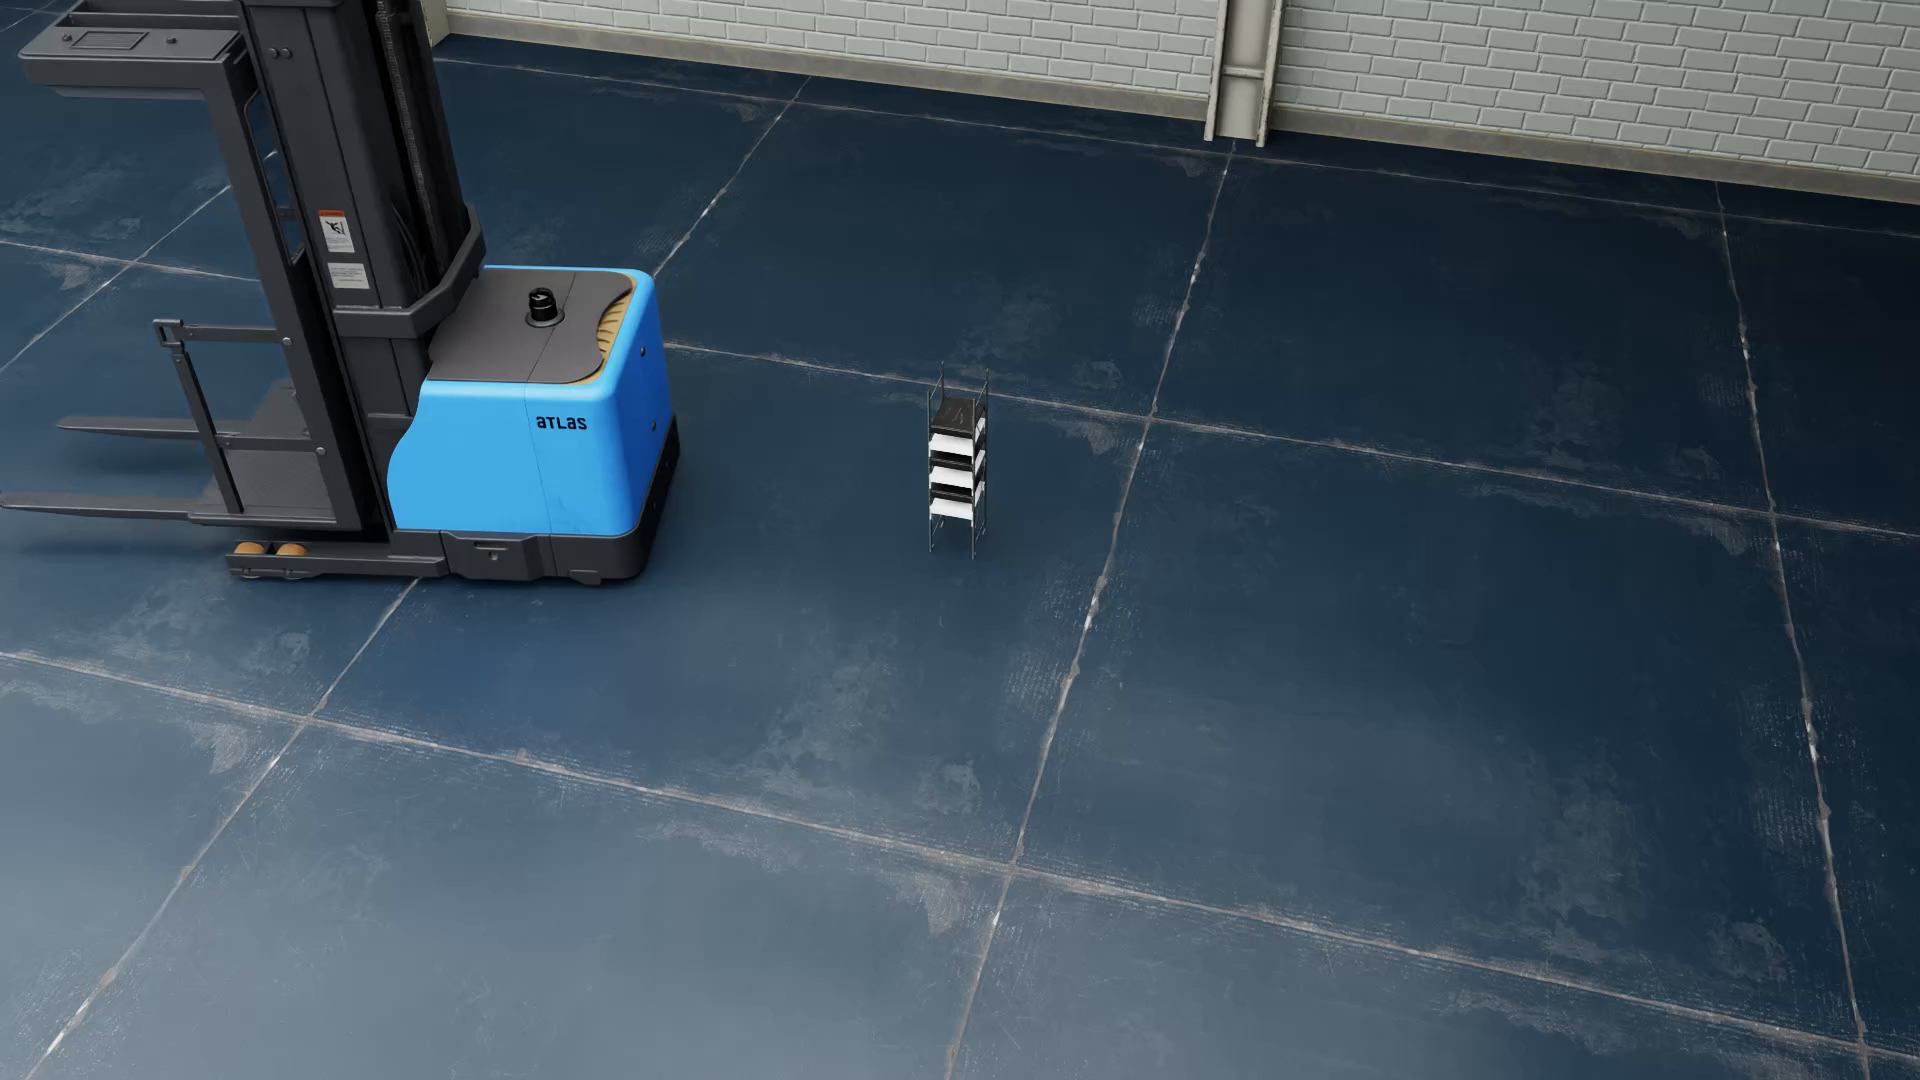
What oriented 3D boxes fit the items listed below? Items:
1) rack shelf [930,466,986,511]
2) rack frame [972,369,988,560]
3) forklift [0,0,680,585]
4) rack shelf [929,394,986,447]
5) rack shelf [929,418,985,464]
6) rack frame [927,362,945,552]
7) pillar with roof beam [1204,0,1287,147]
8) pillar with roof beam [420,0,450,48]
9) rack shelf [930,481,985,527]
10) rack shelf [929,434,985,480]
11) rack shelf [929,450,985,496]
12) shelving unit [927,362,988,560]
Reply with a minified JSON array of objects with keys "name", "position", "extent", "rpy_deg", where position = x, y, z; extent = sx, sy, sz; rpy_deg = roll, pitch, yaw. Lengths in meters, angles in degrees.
[{"name":"rack shelf","position":[-0.008,-0.252,7.566],"extent":[0.200,0.077,0.258],"rpy_deg":[10,41,11]},{"name":"rack frame","position":[0.090,-0.329,7.467],"extent":[0.006,0.900,0.240],"rpy_deg":[10,41,11]},{"name":"forklift","position":[-2.912,-1.279,7.019],"extent":[3.031,2.935,1.130],"rpy_deg":[2,40,2]},{"name":"rack shelf","position":[-0.008,-0.527,7.335],"extent":[0.200,0.077,0.258],"rpy_deg":[10,41,11]},{"name":"rack shelf","position":[-0.008,-0.458,7.392],"extent":[0.200,0.077,0.258],"rpy_deg":[10,41,11]},{"name":"rack frame","position":[-0.106,-0.363,7.507],"extent":[0.006,0.900,0.240],"rpy_deg":[10,41,11]},{"name":"pillar with roof beam","position":[0.716,-3.456,4.892],"extent":[0.400,9.000,9.100],"rpy_deg":[10,41,11]},{"name":"pillar with roof beam","position":[-5.080,-4.453,6.080],"extent":[0.400,9.000,9.100],"rpy_deg":[10,41,11]},{"name":"rack shelf","position":[-0.008,-0.183,7.624],"extent":[0.200,0.077,0.258],"rpy_deg":[10,41,11]},{"name":"rack shelf","position":[-0.008,-0.389,7.450],"extent":[0.200,0.077,0.258],"rpy_deg":[10,41,11]},{"name":"rack shelf","position":[-0.008,-0.320,7.508],"extent":[0.200,0.077,0.258],"rpy_deg":[10,41,11]},{"name":"shelving unit","position":[-0.008,-0.346,7.487],"extent":[0.210,0.900,0.258],"rpy_deg":[10,41,11]}]
